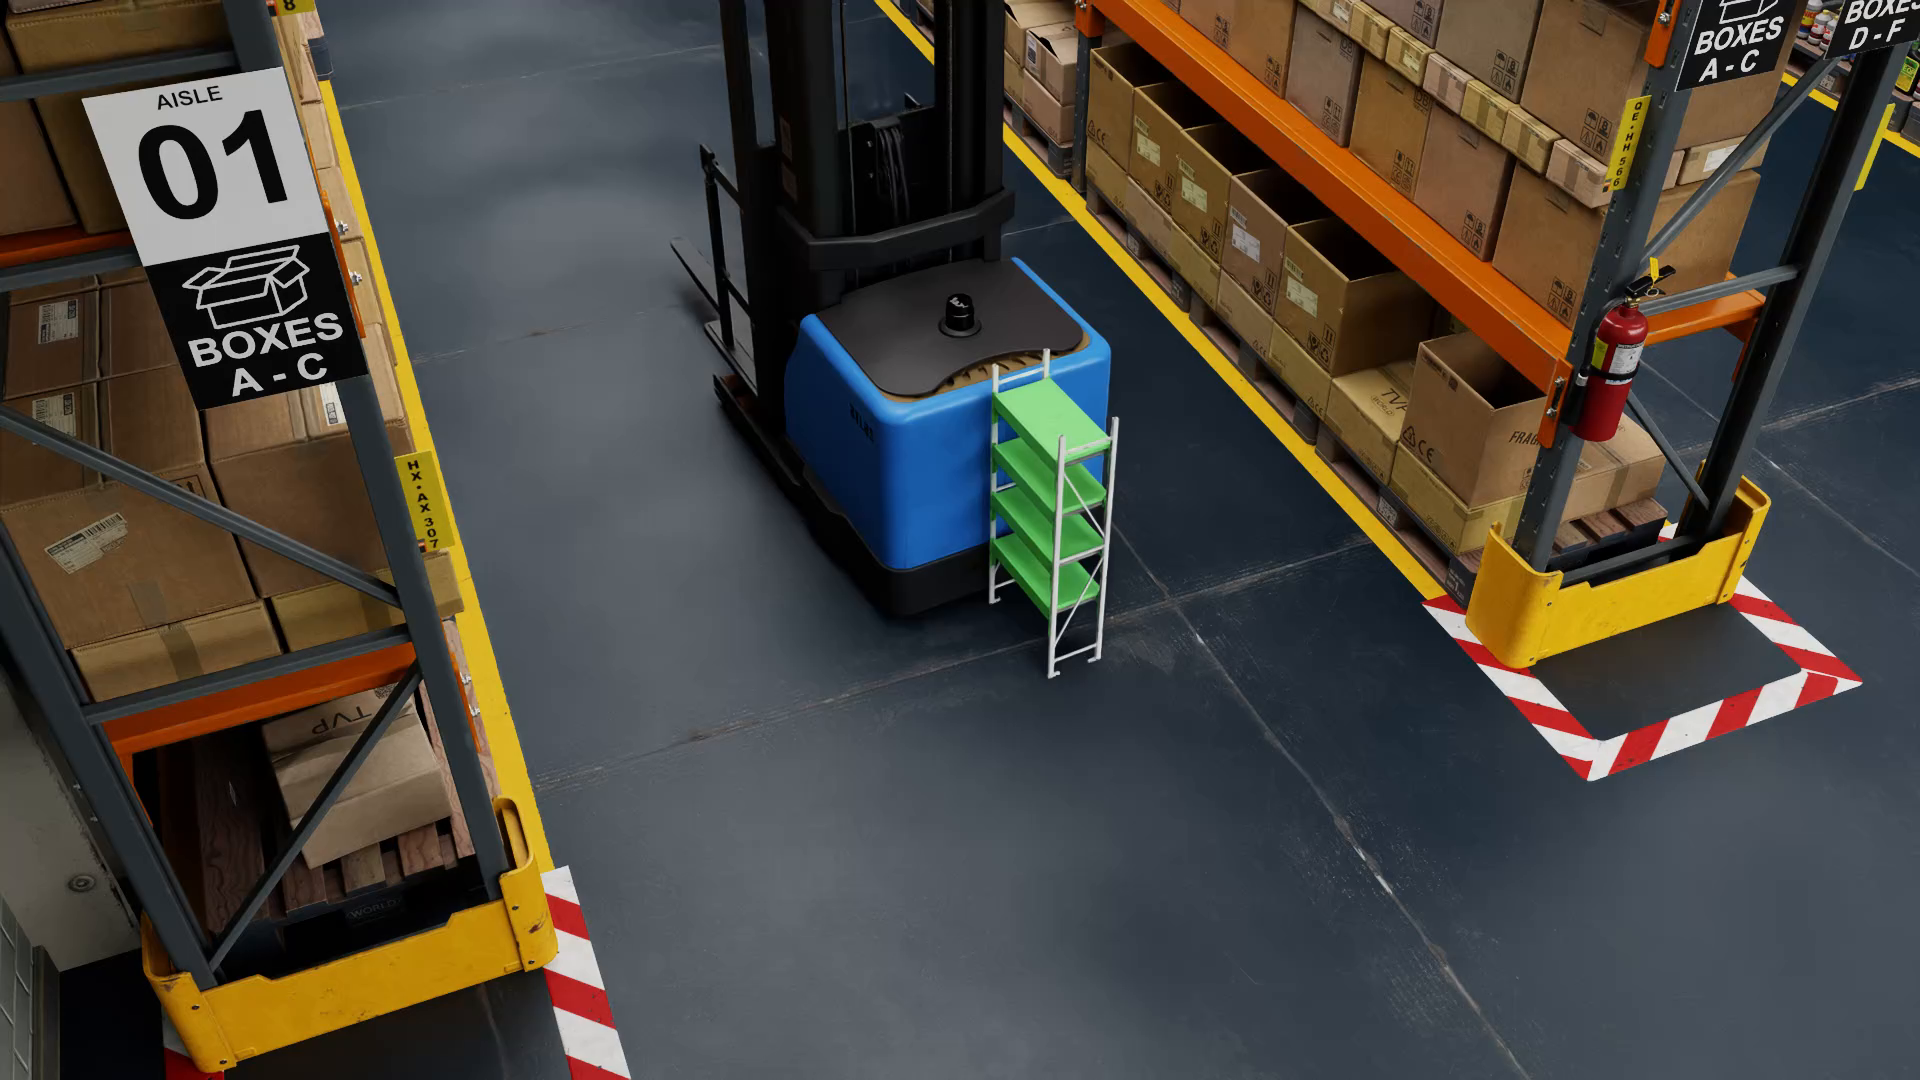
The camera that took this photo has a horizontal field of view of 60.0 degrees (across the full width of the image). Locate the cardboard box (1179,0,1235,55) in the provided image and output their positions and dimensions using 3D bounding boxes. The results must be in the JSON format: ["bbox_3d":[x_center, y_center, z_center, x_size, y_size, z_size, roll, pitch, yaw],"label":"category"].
[{"bbox_3d":[1.510,-2.738,8.057,0.700,0.500,0.500,-16,43,-17],"label":"cardboard box"}]

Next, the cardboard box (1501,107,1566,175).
[{"bbox_3d":[2.233,-1.496,6.115,0.380,0.149,0.250,-14,43,-16],"label":"cardboard box"}]

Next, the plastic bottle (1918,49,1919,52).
[{"bbox_3d":[5.793,-2.865,10.036,0.097,0.271,0.097,0,41,0],"label":"plastic bottle"}]

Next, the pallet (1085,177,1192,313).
[{"bbox_3d":[1.392,-1.735,9.106,1.003,0.211,1.213,-15,43,-17],"label":"pallet"}]

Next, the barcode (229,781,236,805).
[{"bbox_3d":[-2.476,0.864,5.662,0.001,0.075,0.075,-15,43,-17],"label":"barcode"}]

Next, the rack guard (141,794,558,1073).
[{"bbox_3d":[-1.947,1.267,5.393,1.175,0.500,0.348,-15,43,-17],"label":"rack guard"}]

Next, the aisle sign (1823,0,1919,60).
[{"bbox_3d":[2.965,-1.895,5.159,0.394,0.787,0.004,-15,43,-17],"label":"aisle sign"}]

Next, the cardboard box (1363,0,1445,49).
[{"bbox_3d":[2.070,-2.338,6.596,0.700,0.500,0.500,-15,43,-17],"label":"cardboard box"}]

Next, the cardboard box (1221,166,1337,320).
[{"bbox_3d":[1.591,-1.423,7.815,0.500,0.500,0.500,-15,43,-17],"label":"cardboard box"}]

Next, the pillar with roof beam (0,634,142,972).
[{"bbox_3d":[0.992,-3.189,4.057,9.100,9.000,0.400,-15,43,-17],"label":"pillar with roof beam"}]

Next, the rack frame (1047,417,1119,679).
[{"bbox_3d":[0.456,0.056,6.264,0.240,1.200,0.015,-19,44,-21],"label":"rack frame"}]

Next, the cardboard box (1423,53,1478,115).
[{"bbox_3d":[2.041,-1.802,6.471,0.380,0.149,0.250,-15,43,-16],"label":"cardboard box"}]

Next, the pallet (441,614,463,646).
[{"bbox_3d":[-2.689,0.145,6.919,1.003,0.211,1.213,-15,43,-17],"label":"pallet"}]

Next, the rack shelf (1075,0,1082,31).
[{"bbox_3d":[0.361,-4.214,10.402,1.077,0.370,4.000,-15,43,-17],"label":"rack shelf"}]

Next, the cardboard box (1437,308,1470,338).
[{"bbox_3d":[2.464,-0.953,7.269,0.500,0.500,0.500,-15,43,-17],"label":"cardboard box"}]

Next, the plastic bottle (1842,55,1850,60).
[{"bbox_3d":[5.570,-3.160,10.376,0.152,0.276,0.135,-14,43,-15],"label":"plastic bottle"}]

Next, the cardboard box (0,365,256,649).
[{"bbox_3d":[-2.295,-0.100,4.591,0.500,0.500,0.500,-16,43,-17],"label":"cardboard box"}]

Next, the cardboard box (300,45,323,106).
[{"bbox_3d":[-2.603,-1.466,6.179,0.500,0.500,0.500,-16,43,-18],"label":"cardboard box"}]

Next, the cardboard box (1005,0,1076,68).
[{"bbox_3d":[0.502,-3.096,9.906,0.500,0.311,0.500,-14,43,-16],"label":"cardboard box"}]

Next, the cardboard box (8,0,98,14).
[{"bbox_3d":[-1.842,-1.489,3.522,0.500,0.500,0.500,-18,44,-20],"label":"cardboard box"}]

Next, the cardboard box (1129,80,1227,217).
[{"bbox_3d":[1.213,-2.026,8.518,0.500,0.500,0.500,-15,43,-17],"label":"cardboard box"}]

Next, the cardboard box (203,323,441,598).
[{"bbox_3d":[-1.823,-0.232,4.744,0.500,0.500,0.500,-15,43,-17],"label":"cardboard box"}]

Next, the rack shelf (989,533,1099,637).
[{"bbox_3d":[0.342,0.146,6.626,0.258,0.148,0.480,-19,44,-21],"label":"rack shelf"}]

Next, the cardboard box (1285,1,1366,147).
[{"bbox_3d":[1.895,-2.127,7.346,0.700,0.500,0.500,-14,43,-16],"label":"cardboard box"}]

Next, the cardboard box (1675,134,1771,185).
[{"bbox_3d":[2.706,-1.447,6.057,0.380,0.149,0.250,-15,43,-17],"label":"cardboard box"}]

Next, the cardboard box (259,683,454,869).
[{"bbox_3d":[-2.100,0.779,5.768,0.500,0.311,0.500,-20,45,-22],"label":"cardboard box"}]

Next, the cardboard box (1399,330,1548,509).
[{"bbox_3d":[2.177,-0.522,6.769,0.500,0.500,0.500,-15,43,-17],"label":"cardboard box"}]

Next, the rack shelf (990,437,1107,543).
[{"bbox_3d":[0.342,-0.218,6.313,0.258,0.148,0.480,-19,44,-21],"label":"rack shelf"}]

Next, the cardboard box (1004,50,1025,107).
[{"bbox_3d":[0.508,-2.881,10.087,0.500,0.250,0.500,-16,43,-18],"label":"cardboard box"}]

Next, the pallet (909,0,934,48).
[{"bbox_3d":[0.338,-3.395,11.036,1.003,0.211,1.213,-15,43,-17],"label":"pallet"}]

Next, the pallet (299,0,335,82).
[{"bbox_3d":[-3.607,-2.468,7.967,1.003,0.211,1.213,-15,43,-17],"label":"pallet"}]

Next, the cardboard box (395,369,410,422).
[{"bbox_3d":[-2.213,-0.576,5.719,0.500,0.250,0.500,-16,43,-18],"label":"cardboard box"}]

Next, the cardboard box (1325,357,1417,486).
[{"bbox_3d":[1.976,-0.537,7.360,0.500,0.250,0.500,-15,43,-17],"label":"cardboard box"}]

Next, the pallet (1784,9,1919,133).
[{"bbox_3d":[5.923,-3.043,10.627,1.003,0.211,1.213,-15,43,-17],"label":"pallet"}]

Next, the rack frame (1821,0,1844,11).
[{"bbox_3d":[5.704,-4.516,10.201,1.000,3.000,0.127,-15,43,-17],"label":"rack frame"}]

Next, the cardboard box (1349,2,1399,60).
[{"bbox_3d":[1.838,-2.119,6.839,0.380,0.149,0.250,-14,43,-16],"label":"cardboard box"}]

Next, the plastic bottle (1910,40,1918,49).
[{"bbox_3d":[5.702,-2.975,10.103,0.144,0.351,0.185,-17,43,-19],"label":"plastic bottle"}]

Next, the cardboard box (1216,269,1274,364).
[{"bbox_3d":[1.594,-1.139,8.061,0.500,0.250,0.500,-15,43,-17],"label":"cardboard box"}]

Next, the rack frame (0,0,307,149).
[{"bbox_3d":[-1.918,-1.909,2.568,1.000,3.000,0.127,-15,43,-17],"label":"rack frame"}]

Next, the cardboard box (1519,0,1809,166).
[{"bbox_3d":[2.470,-1.719,5.876,0.700,0.500,0.500,-15,43,-17],"label":"cardboard box"}]

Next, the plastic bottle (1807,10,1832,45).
[{"bbox_3d":[5.460,-3.259,10.548,0.097,0.201,0.097,0,41,0],"label":"plastic bottle"}]

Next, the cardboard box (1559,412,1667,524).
[{"bbox_3d":[2.657,-0.368,7.164,0.500,0.250,0.500,-15,43,-17],"label":"cardboard box"}]

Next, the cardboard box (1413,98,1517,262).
[{"bbox_3d":[2.285,-1.510,6.629,0.700,0.500,0.500,-14,43,-16],"label":"cardboard box"}]

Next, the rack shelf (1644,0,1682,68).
[{"bbox_3d":[1.892,-2.942,6.622,1.077,0.370,4.000,-15,43,-17],"label":"rack shelf"}]

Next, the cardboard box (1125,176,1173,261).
[{"bbox_3d":[1.210,-1.741,8.761,0.500,0.250,0.500,-15,43,-17],"label":"cardboard box"}]

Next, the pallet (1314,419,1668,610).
[{"bbox_3d":[2.326,-0.266,7.397,1.003,0.211,1.213,-15,43,-17],"label":"pallet"}]

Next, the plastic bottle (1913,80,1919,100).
[{"bbox_3d":[5.789,-2.742,9.946,0.097,0.201,0.097,0,41,0],"label":"plastic bottle"}]

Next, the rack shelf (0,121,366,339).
[{"bbox_3d":[-2.684,-1.704,5.182,1.077,0.370,4.000,-15,43,-17],"label":"rack shelf"}]

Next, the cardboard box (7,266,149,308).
[{"bbox_3d":[-2.680,-0.717,5.307,0.500,0.500,0.500,-16,43,-18],"label":"cardboard box"}]

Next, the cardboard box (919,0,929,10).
[{"bbox_3d":[-0.077,-3.805,11.161,0.500,0.250,0.500,-16,43,-18],"label":"cardboard box"}]

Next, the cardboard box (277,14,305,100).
[{"bbox_3d":[-1.988,-1.414,4.201,0.500,0.500,0.500,-12,42,-14],"label":"cardboard box"}]

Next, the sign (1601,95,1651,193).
[{"bbox_3d":[2.150,-1.274,5.362,0.100,0.325,0.005,-15,43,-17],"label":"sign"}]

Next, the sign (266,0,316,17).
[{"bbox_3d":[-1.417,-1.239,3.419,0.100,0.325,0.005,-15,43,-17],"label":"sign"}]

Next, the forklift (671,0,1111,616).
[{"bbox_3d":[-0.521,-1.756,7.044,1.130,2.935,3.031,-19,44,-21],"label":"forklift"}]

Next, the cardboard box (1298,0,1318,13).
[{"bbox_3d":[1.646,-2.424,7.194,0.380,0.149,0.250,-15,43,-17],"label":"cardboard box"}]

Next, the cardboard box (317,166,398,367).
[{"bbox_3d":[-2.195,-0.845,5.457,0.500,0.500,0.500,-16,43,-18],"label":"cardboard box"}]

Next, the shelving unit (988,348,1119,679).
[{"bbox_3d":[0.342,-0.085,6.428,0.258,1.200,0.503,-19,44,-21],"label":"shelving unit"}]
